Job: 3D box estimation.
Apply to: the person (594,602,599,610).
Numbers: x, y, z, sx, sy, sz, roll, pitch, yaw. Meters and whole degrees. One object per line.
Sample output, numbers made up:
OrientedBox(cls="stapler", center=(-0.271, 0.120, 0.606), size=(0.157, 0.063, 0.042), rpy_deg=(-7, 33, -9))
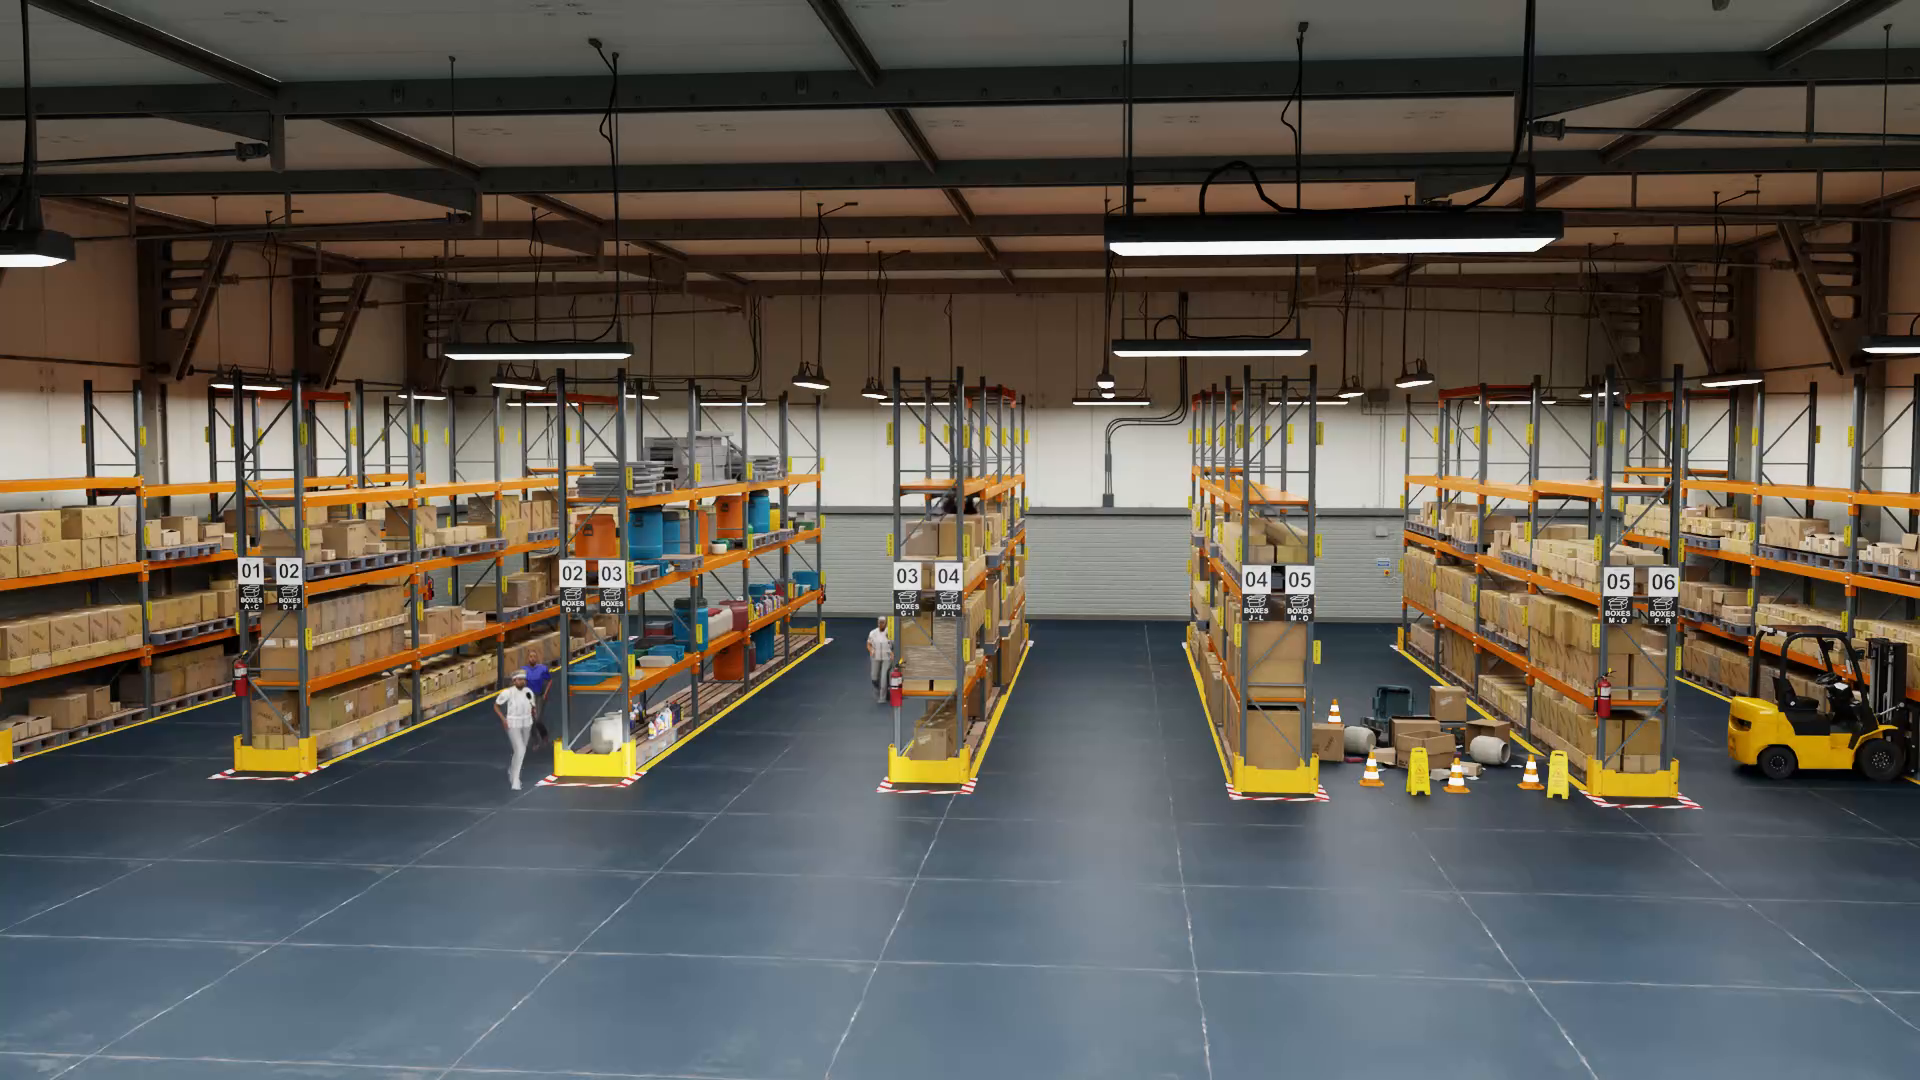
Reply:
OrientedBox(cls="person", center=(-9.060, 1.542, 41.941), size=(0.544, 1.730, 0.667), rpy_deg=(0, 4, 6))

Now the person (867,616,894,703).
OrientedBox(cls="person", center=(-1.465, 2.243, 31.382), size=(0.595, 1.622, 0.561), rpy_deg=(0, 4, 2))

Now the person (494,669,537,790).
OrientedBox(cls="person", center=(-6.281, 2.698, 23.691), size=(0.551, 1.733, 0.709), rpy_deg=(-3, 5, -44))

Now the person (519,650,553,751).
OrientedBox(cls="person", center=(-6.768, 2.553, 26.339), size=(0.557, 1.621, 0.569), rpy_deg=(0, 4, -2))
